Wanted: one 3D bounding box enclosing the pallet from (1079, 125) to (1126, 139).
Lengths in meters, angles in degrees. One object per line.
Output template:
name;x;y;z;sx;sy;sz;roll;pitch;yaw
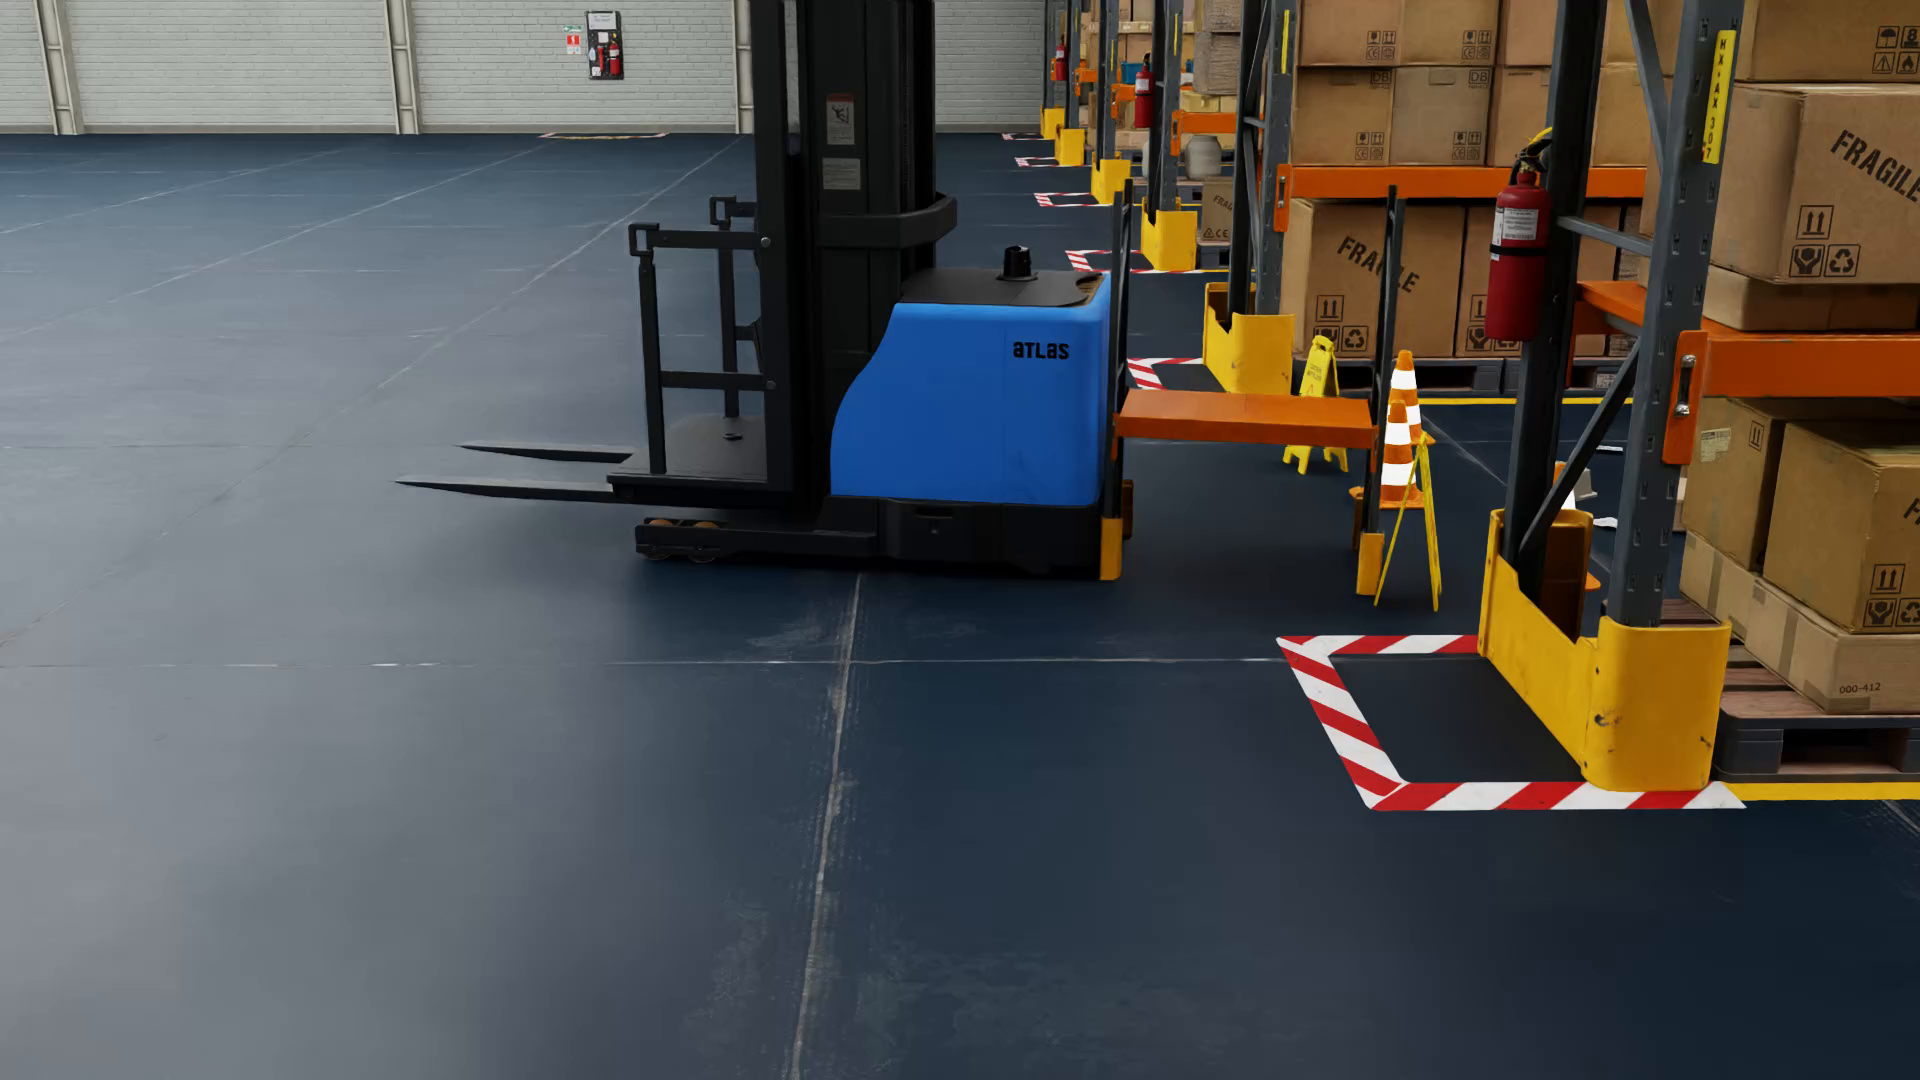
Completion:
pallet;2.419;-7.113;28.874;1.213;0.211;1.003;0;18;-1

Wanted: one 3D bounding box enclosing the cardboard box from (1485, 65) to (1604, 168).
cardboard box;3.224;-2.454;9.541;0.550;0.550;0.875;0;18;-1

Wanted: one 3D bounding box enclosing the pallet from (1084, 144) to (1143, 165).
pallet;2.376;-5.623;24.230;1.213;0.211;1.003;0;18;-1

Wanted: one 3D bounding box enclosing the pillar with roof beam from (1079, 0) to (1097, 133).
pillar with roof beam;2.284;-10.256;24.288;0.400;9.000;9.100;0;18;-1

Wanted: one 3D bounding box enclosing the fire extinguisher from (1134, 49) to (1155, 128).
fire extinguisher;1.643;-4.012;14.770;0.183;0.674;0.296;0;18;-1

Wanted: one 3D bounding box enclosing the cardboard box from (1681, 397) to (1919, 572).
cardboard box;2.718;-0.213;5.387;0.500;0.500;0.500;0;18;-1

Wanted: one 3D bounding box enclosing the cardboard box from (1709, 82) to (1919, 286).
cardboard box;2.399;-0.989;4.568;0.500;0.500;0.500;-1;18;-2

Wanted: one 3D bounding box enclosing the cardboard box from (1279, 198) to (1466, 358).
cardboard box;2.419;-1.605;9.930;0.875;0.875;0.875;0;18;-1

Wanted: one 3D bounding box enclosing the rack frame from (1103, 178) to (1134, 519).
rack frame;0.625;-0.647;6.599;0.032;1.500;0.500;4;18;10

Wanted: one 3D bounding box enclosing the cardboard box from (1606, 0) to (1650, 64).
cardboard box;3.752;-3.003;9.485;0.500;0.550;0.875;0;18;-1

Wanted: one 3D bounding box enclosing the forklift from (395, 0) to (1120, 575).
forklift;-0.869;-1.456;6.788;3.031;2.935;1.130;3;18;9

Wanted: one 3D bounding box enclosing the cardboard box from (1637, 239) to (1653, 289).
cardboard box;2.292;-0.829;5.133;0.250;0.149;0.380;0;18;1

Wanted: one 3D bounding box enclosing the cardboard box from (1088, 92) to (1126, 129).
cardboard box;2.144;-6.275;24.285;0.500;0.500;0.500;0;18;-1

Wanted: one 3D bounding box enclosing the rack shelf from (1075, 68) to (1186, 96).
rack shelf;3.612;-6.601;23.892;4.000;0.370;1.077;0;18;-1

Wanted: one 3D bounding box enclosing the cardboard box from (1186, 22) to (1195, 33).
cardboard box;3.295;-7.233;23.460;0.250;0.149;0.380;-1;18;-2

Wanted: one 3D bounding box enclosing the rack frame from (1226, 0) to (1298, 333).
rack frame;1.742;-2.393;9.597;0.127;3.000;1.000;0;18;-1

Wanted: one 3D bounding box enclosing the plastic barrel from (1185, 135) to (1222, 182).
plastic barrel;2.844;-4.465;19.442;0.421;0.512;0.421;0;18;0

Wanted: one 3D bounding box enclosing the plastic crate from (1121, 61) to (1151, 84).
plastic crate;2.182;-5.444;19.351;0.616;0.251;0.499;0;18;-1

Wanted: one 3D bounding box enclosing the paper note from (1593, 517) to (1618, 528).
paper note;2.835;-0.080;7.248;0.142;0.019;0.148;-7;19;-20

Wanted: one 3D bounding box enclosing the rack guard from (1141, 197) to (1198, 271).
rack guard;1.841;-2.719;14.704;0.348;0.500;1.175;0;18;-1

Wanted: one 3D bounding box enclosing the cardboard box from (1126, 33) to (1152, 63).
cardboard box;2.604;-6.984;23.744;0.500;0.500;0.700;0;18;1

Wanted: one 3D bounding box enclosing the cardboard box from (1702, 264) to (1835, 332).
cardboard box;2.264;-0.701;4.732;0.250;0.149;0.380;0;18;-1

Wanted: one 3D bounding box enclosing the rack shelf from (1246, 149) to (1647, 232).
rack shelf;3.742;-2.060;9.737;4.000;0.370;1.077;0;18;-1

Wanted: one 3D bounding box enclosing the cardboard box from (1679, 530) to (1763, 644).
cardboard box;2.749;0.141;5.510;0.500;0.250;0.500;0;18;-1

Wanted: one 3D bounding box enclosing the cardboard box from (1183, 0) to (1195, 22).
cardboard box;3.162;-7.605;23.556;0.500;0.500;0.700;0;18;-1

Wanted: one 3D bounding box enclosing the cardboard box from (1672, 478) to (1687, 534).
cardboard box;3.199;-0.148;7.264;0.250;0.149;0.380;10;20;28

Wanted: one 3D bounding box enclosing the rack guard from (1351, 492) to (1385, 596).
rack guard;1.620;0.009;6.616;0.087;0.250;0.587;4;18;10

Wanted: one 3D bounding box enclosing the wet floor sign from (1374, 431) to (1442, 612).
wet floor sign;1.714;-0.087;6.261;0.232;0.644;0.267;6;19;18

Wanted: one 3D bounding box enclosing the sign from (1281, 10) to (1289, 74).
sign;1.745;-2.673;8.924;0.005;0.325;0.100;0;18;-1

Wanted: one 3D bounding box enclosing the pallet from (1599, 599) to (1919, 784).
pallet;2.810;0.453;5.291;1.213;0.211;1.003;0;18;-1

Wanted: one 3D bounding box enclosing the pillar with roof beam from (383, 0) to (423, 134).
pillar with roof beam;-9.714;-10.198;24.107;0.400;9.000;9.100;0;18;-1

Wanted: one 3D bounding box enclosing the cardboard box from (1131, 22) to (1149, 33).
cardboard box;2.521;-7.229;23.448;0.250;0.149;0.380;0;18;-1

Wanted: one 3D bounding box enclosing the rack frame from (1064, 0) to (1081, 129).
rack frame;1.612;-6.934;23.752;0.127;3.000;1.000;0;18;-1

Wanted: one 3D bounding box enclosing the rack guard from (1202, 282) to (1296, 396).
rack guard;1.718;-1.203;9.978;0.348;0.500;1.175;0;18;-1

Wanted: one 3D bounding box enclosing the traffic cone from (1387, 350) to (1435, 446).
traffic cone;2.295;-0.754;8.640;0.334;0.463;0.336;0;18;-1

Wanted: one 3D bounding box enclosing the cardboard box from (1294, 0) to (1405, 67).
cardboard box;2.114;-2.969;9.378;0.550;0.550;0.875;0;18;-1

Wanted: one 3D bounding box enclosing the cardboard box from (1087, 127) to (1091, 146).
cardboard box;2.144;-5.918;24.398;0.500;0.250;0.500;0;18;-1

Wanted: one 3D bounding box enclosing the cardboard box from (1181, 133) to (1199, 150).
cardboard box;3.152;-5.765;23.923;0.500;0.250;0.500;0;18;-1

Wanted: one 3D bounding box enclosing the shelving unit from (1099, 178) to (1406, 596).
shelving unit;1.134;-0.616;6.510;1.083;1.500;0.587;4;18;10

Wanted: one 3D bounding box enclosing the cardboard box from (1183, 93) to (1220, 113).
cardboard box;2.053;-3.717;14.136;0.250;0.149;0.380;0;18;-1

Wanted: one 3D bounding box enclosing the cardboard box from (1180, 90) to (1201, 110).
cardboard box;2.046;-3.853;14.560;0.250;0.149;0.380;0;18;-1

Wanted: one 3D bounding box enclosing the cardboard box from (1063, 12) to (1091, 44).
cardboard box;2.012;-8.653;28.095;0.500;0.500;0.500;0;18;-1

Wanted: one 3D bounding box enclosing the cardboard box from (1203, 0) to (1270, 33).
cardboard box;2.319;-4.493;13.856;0.500;0.500;0.500;0;18;-1
